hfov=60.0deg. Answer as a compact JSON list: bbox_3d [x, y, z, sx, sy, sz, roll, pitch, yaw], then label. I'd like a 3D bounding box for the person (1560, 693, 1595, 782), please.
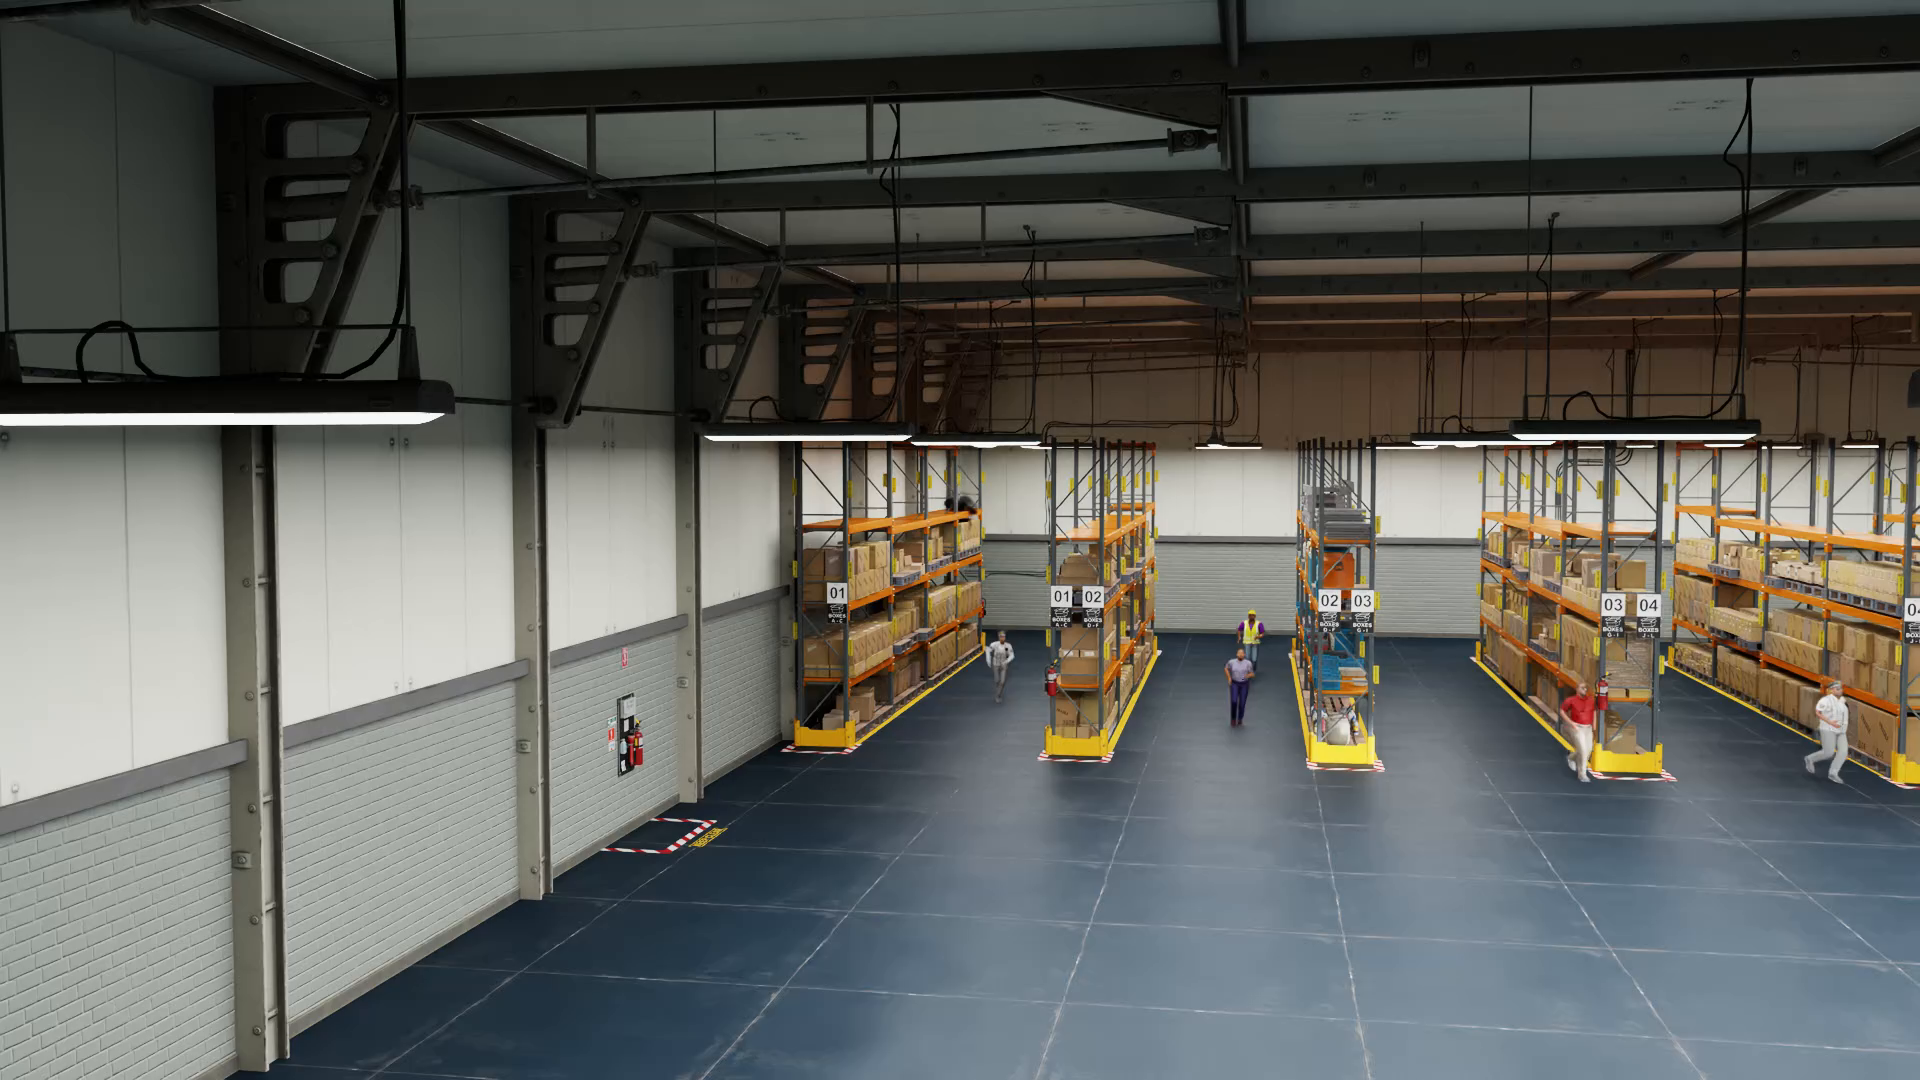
[{"bbox_3d":[10.852,3.442,29.186,0.650,1.516,0.774,-1,3,-17],"label":"person"}]

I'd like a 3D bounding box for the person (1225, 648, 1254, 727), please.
[{"bbox_3d":[5.828,3.088,34.657,0.579,1.656,0.675,0,3,4],"label":"person"}]

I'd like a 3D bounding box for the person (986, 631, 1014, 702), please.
[{"bbox_3d":[0.922,2.897,38.236,0.653,1.650,0.498,0,3,2],"label":"person"}]

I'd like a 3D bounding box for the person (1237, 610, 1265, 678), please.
[{"bbox_3d":[7.349,2.628,41.985,0.696,1.724,0.623,1,3,11],"label":"person"}]

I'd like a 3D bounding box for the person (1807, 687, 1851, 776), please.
[{"bbox_3d":[15.242,3.295,29.071,0.681,1.602,0.672,-1,3,-18],"label":"person"}]
